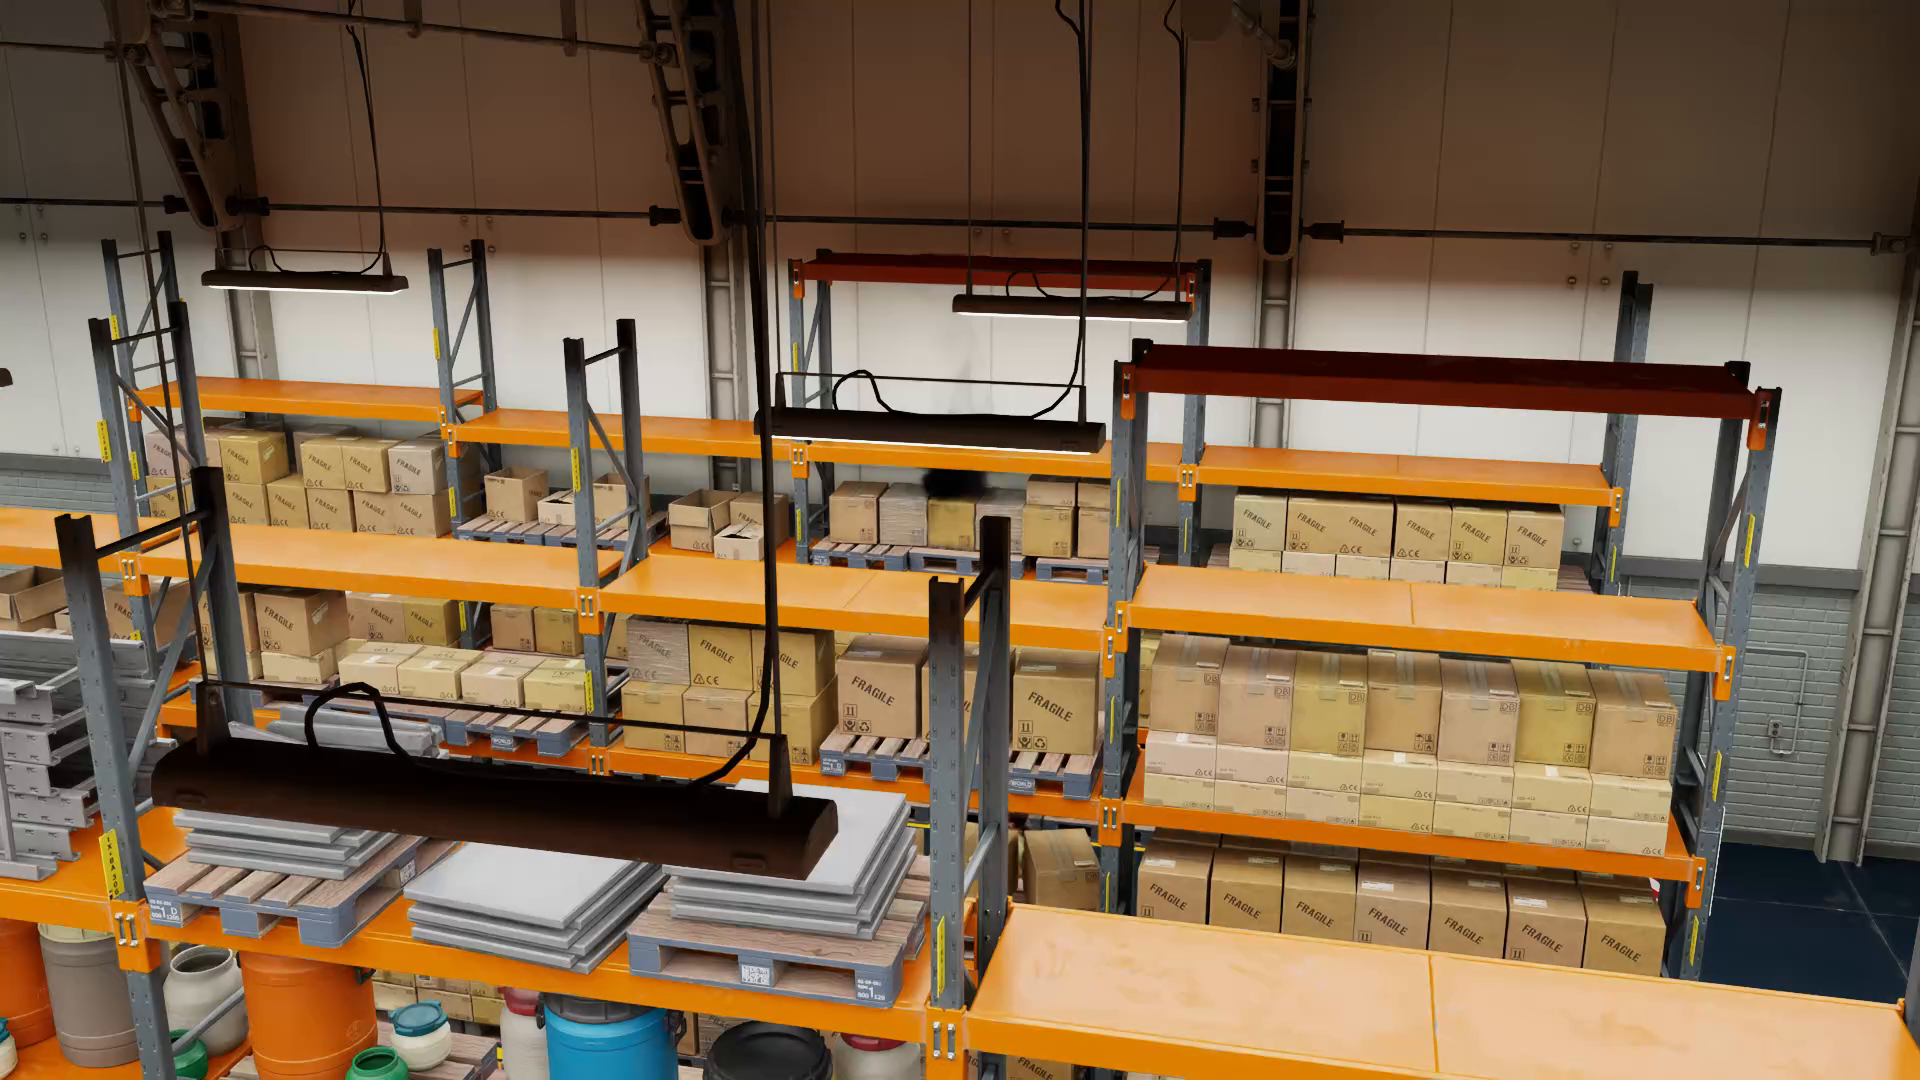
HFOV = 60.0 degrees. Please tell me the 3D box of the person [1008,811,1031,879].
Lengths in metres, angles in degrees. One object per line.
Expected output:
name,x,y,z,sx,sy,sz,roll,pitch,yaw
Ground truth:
person,0.451,3.113,14.842,0.901,1.639,0.593,4,17,13
